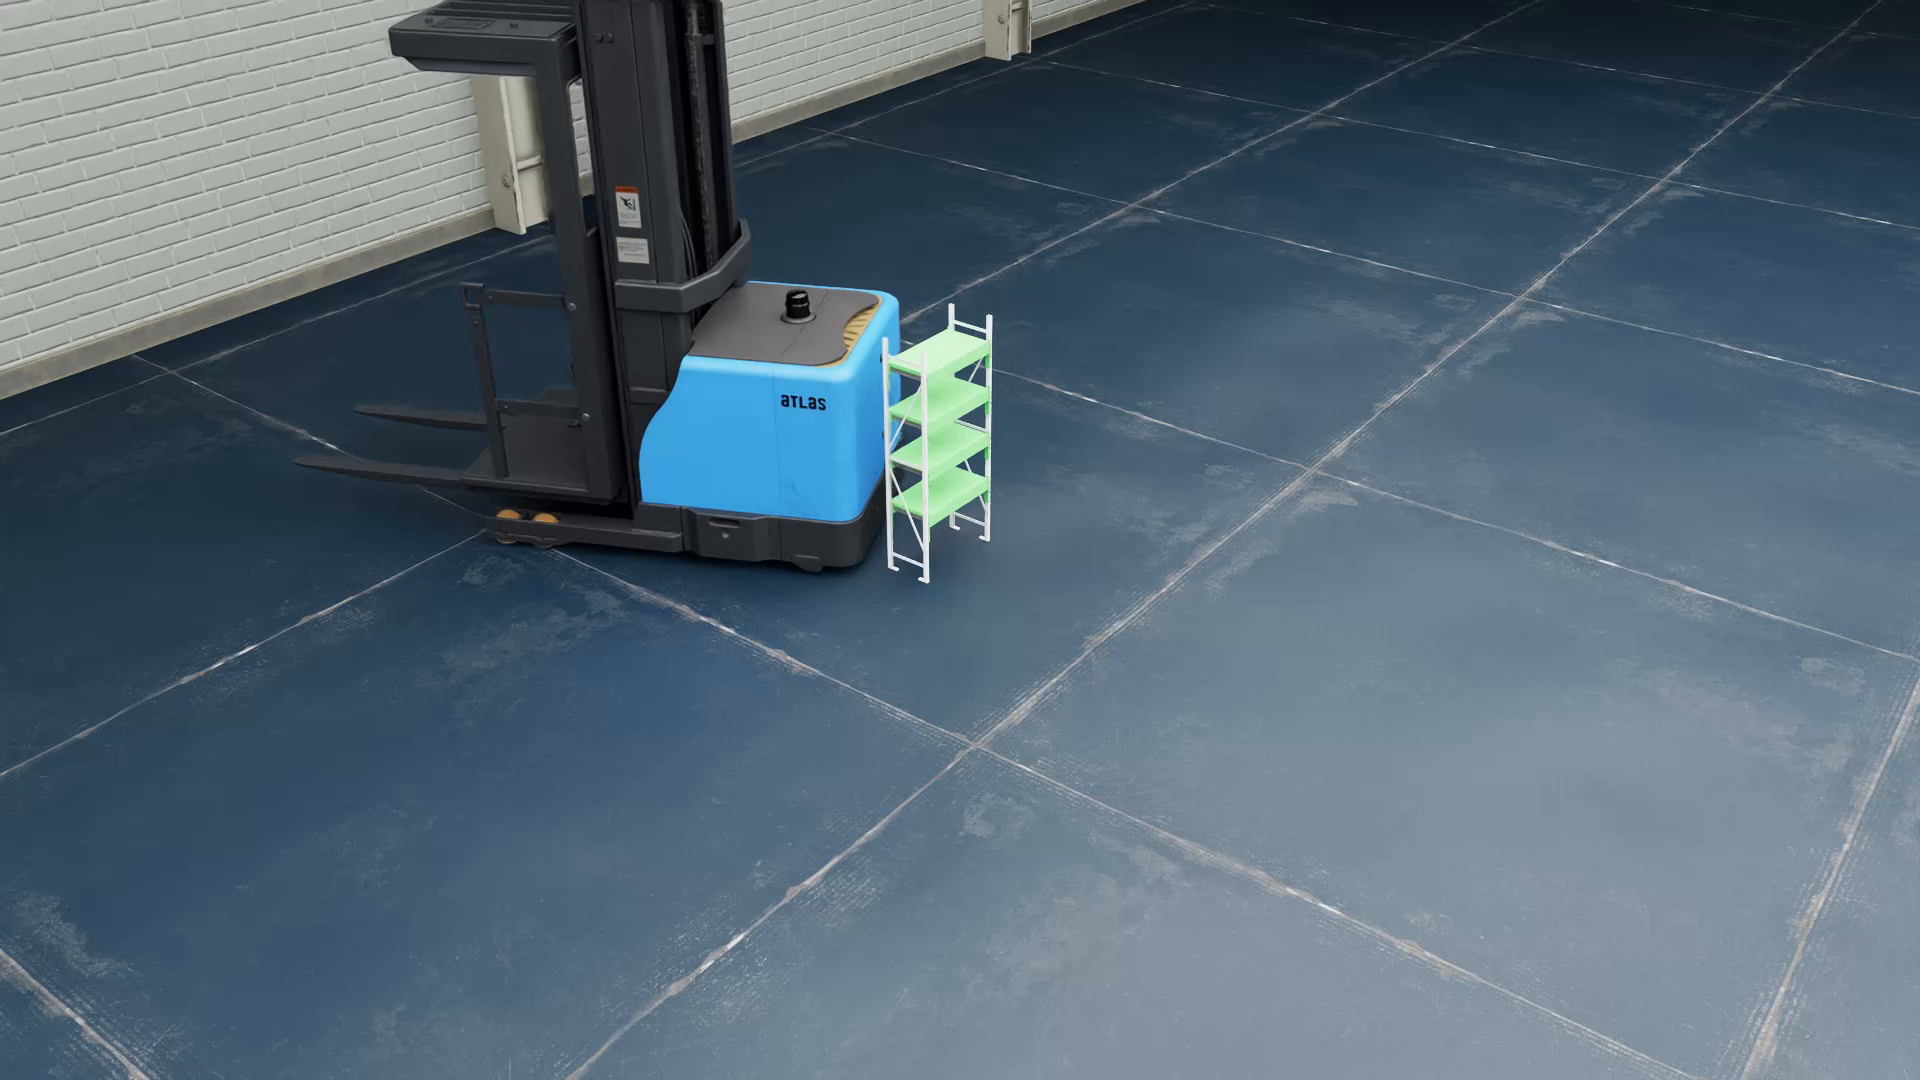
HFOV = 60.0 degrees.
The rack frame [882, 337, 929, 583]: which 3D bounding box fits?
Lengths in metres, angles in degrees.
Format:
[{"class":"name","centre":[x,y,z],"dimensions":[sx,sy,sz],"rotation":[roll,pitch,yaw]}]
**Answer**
[{"class":"rack frame","centre":[-0.247,-0.350,7.663],"dimensions":[0.240,1.200,0.015],"rotation":[21,37,31]}]

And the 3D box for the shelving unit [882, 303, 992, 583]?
[{"class":"shelving unit","centre":[-0.100,-0.449,7.831],"dimensions":[0.258,1.200,0.503],"rotation":[21,37,31]}]

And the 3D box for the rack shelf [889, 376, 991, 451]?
[{"class":"rack shelf","centre":[-0.100,-0.600,7.741],"dimensions":[0.258,0.148,0.480],"rotation":[21,37,31]}]

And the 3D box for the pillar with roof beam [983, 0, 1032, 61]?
[{"class":"pillar with roof beam","centre":[3.893,-7.306,11.751],"dimensions":[9.100,9.000,0.400],"rotation":[21,37,31]}]

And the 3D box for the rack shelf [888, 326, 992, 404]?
[{"class":"rack shelf","centre":[-0.100,-0.807,7.618],"dimensions":[0.258,0.148,0.480],"rotation":[21,37,31]}]

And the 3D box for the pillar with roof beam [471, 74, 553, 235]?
[{"class":"pillar with roof beam","centre":[0.271,-4.867,7.636],"dimensions":[9.100,9.000,0.400],"rotation":[21,37,31]}]

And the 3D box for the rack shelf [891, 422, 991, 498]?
[{"class":"rack shelf","centre":[-0.100,-0.394,7.863],"dimensions":[0.258,0.148,0.480],"rotation":[21,37,31]}]

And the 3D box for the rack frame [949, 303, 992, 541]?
[{"class":"rack frame","centre":[0.047,-0.548,7.998],"dimensions":[0.240,1.200,0.015],"rotation":[21,37,31]}]

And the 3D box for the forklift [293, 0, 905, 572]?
[{"class":"forklift","centre":[-1.858,-1.477,7.868],"dimensions":[3.031,2.935,1.130],"rotation":[6,31,10]}]

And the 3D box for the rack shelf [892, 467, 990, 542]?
[{"class":"rack shelf","centre":[-0.100,-0.187,7.986],"dimensions":[0.258,0.148,0.480],"rotation":[21,37,31]}]
